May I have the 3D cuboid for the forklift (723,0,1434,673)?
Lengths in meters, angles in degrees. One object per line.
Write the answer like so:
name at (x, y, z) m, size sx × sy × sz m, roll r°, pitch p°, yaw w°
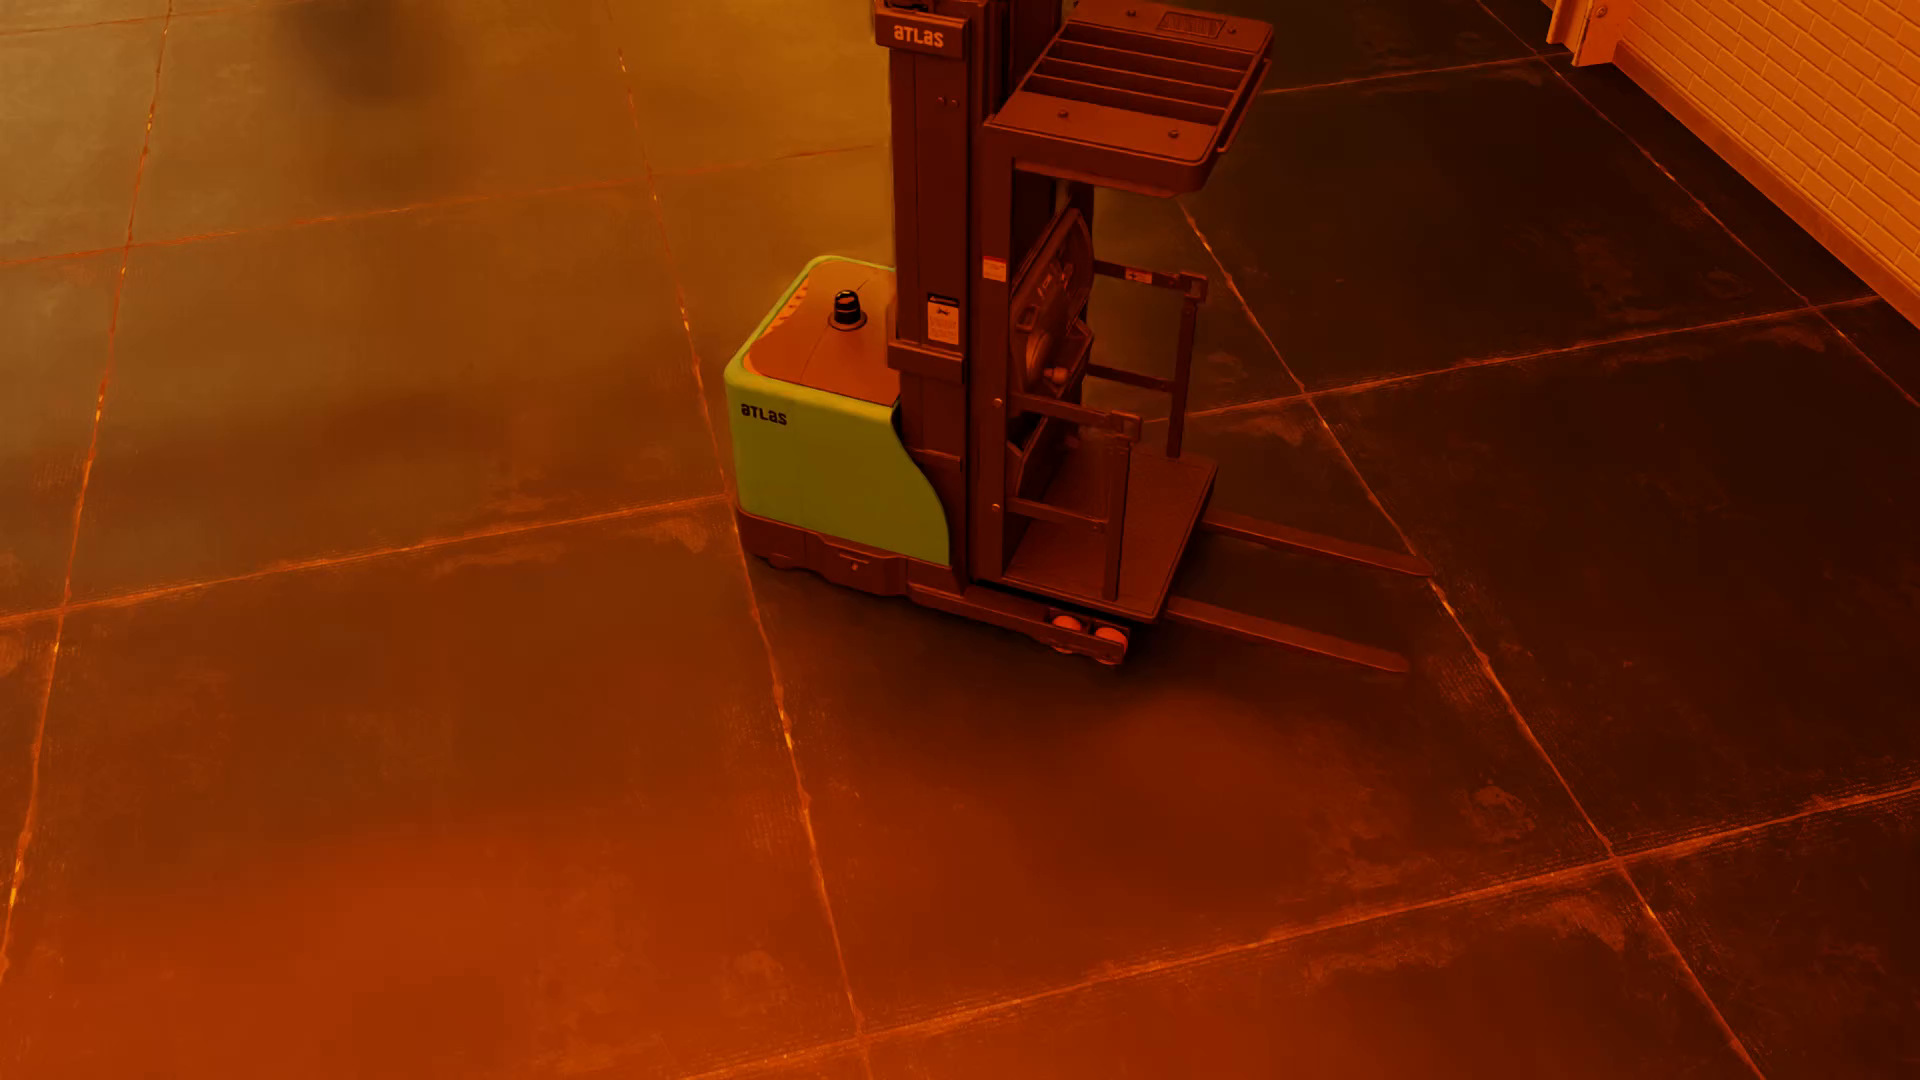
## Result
forklift at (0.557, -0.940, 6.640) m, size 3.031 × 2.935 × 1.130 m, roll 15°, pitch 45°, yaw 15°
